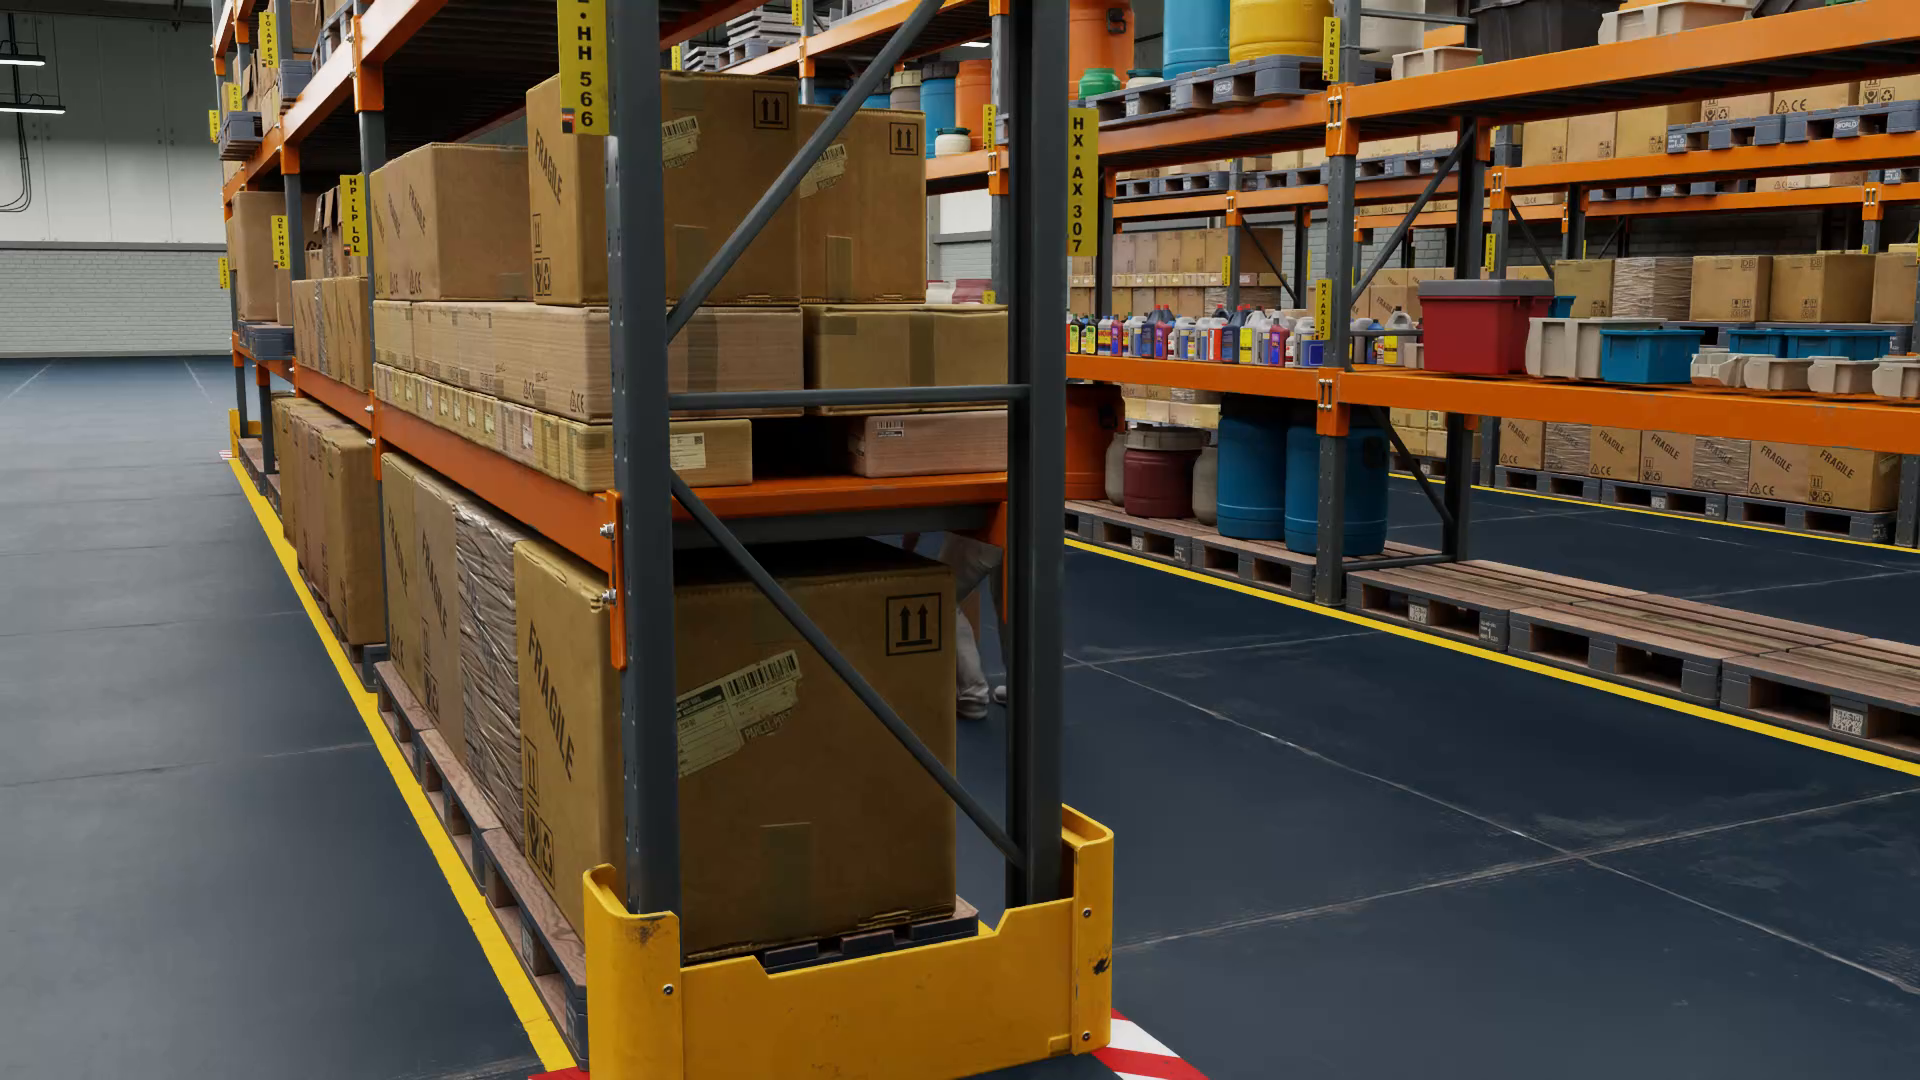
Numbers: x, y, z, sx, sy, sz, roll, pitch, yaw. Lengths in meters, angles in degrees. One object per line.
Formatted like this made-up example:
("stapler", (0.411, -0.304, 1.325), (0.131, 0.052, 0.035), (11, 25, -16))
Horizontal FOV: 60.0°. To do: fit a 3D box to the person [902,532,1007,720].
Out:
("person", (0.075, -0.053, 6.880), (0.625, 1.543, 0.666), (-4, 9, -25))
